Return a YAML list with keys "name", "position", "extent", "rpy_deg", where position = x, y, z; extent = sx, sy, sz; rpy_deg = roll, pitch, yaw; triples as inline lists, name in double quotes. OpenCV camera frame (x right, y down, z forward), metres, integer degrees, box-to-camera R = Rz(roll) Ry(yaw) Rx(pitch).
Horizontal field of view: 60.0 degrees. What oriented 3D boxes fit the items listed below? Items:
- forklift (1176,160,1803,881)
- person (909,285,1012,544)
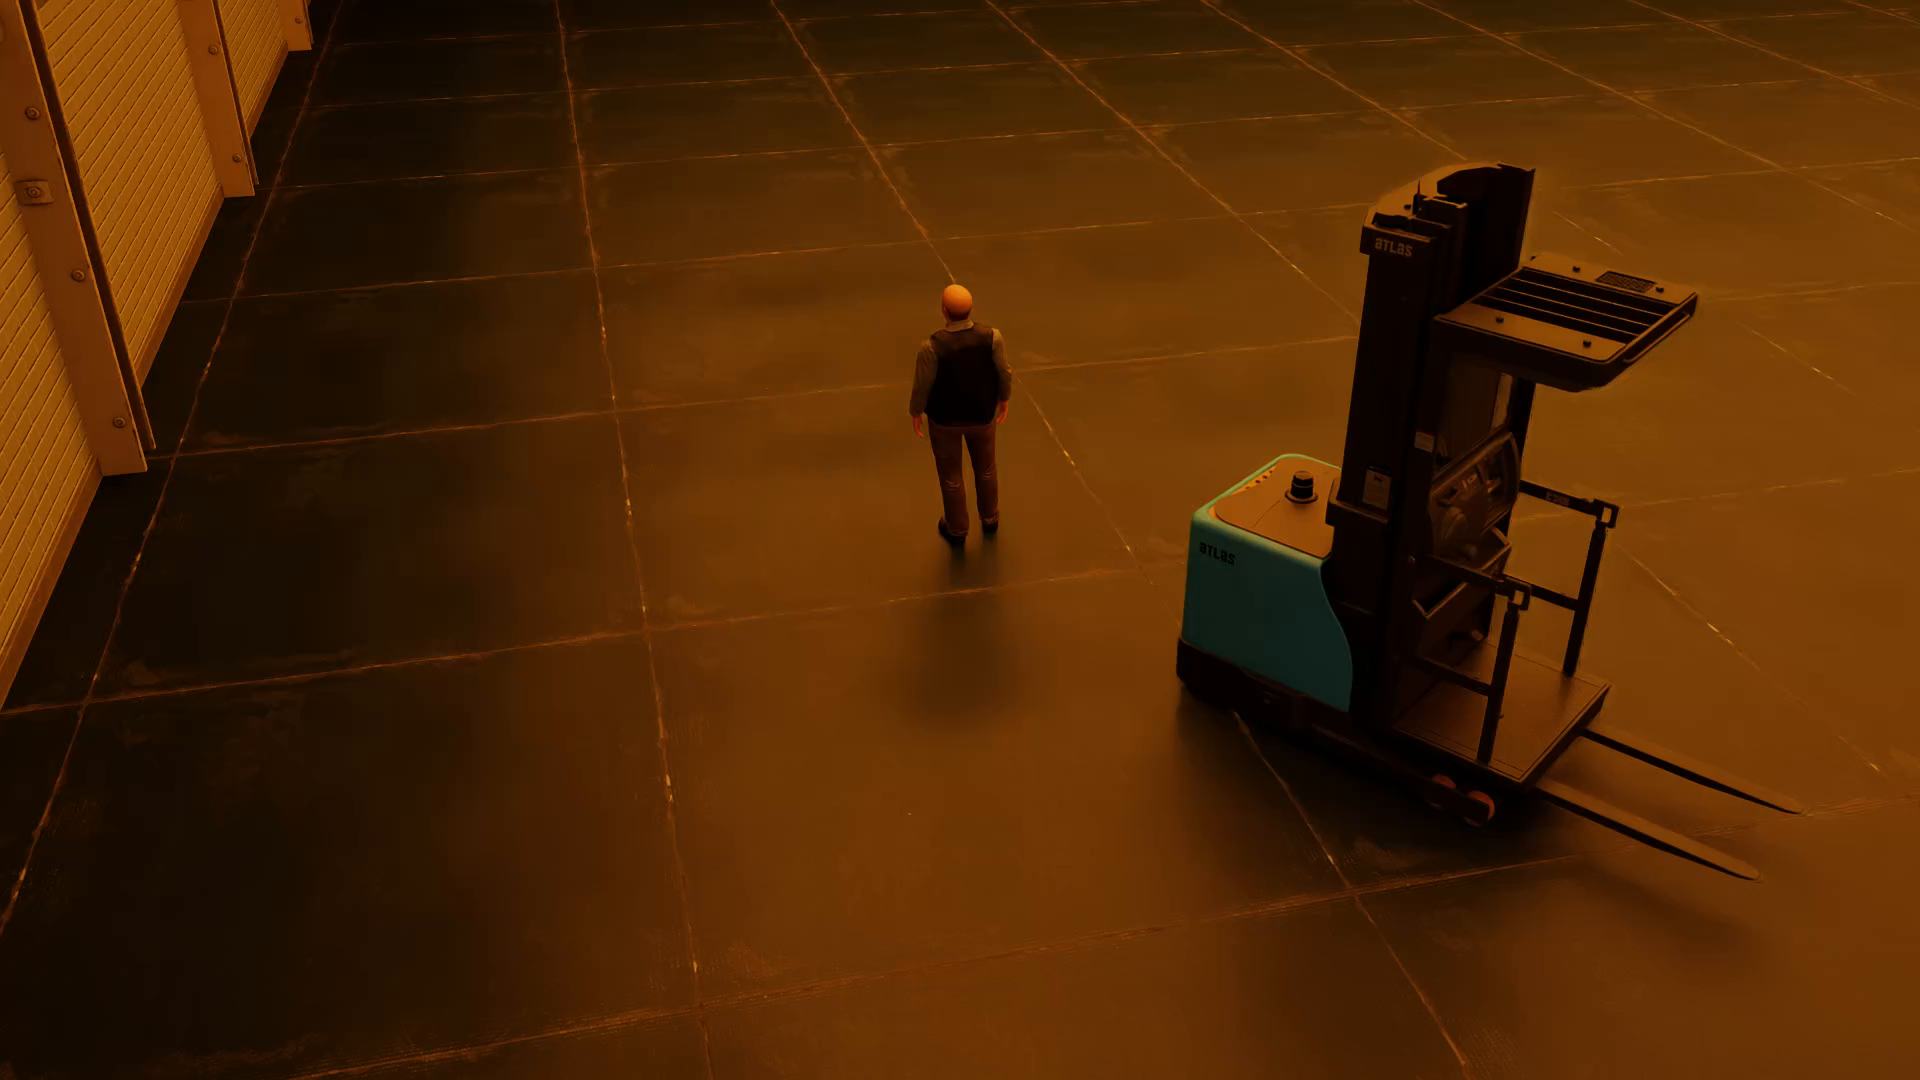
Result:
- name: "forklift"
  position: [2.628, -0.177, 7.880]
  extent: [3.031, 2.935, 1.130]
  rpy_deg: [23, 37, 34]
- name: "person"
  position: [-0.006, -0.782, 10.119]
  extent: [0.632, 1.720, 0.568]
  rpy_deg: [-7, 31, -12]
